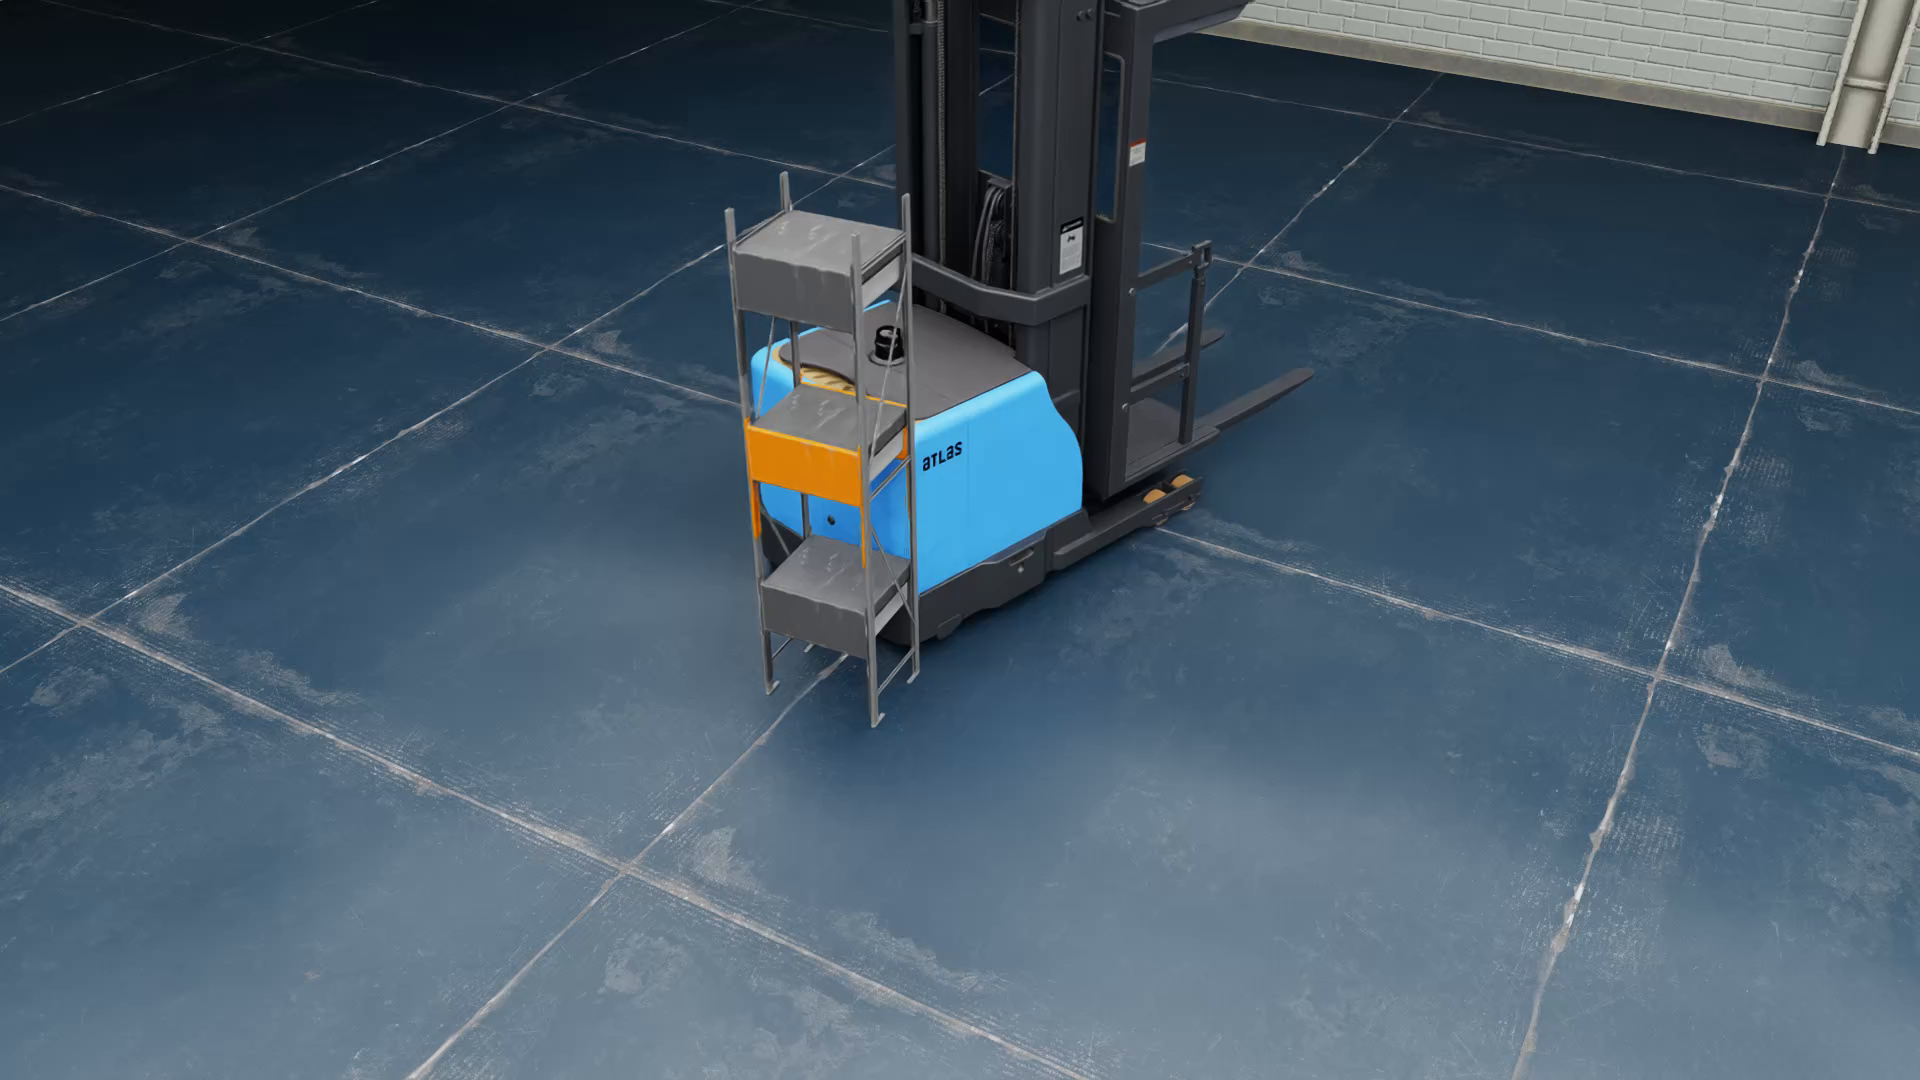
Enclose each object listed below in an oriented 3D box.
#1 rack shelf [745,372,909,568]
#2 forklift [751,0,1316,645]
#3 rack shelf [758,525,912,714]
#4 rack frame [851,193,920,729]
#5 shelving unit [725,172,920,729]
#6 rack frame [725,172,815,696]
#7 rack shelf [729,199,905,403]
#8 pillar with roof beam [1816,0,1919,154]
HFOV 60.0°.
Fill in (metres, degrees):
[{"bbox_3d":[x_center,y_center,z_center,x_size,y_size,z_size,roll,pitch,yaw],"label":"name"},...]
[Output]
[{"bbox_3d":[-0.483,-0.271,6.286,0.480,0.518,0.431,15,36,21],"label":"rack shelf"},{"bbox_3d":[0.524,-1.479,7.327,3.031,2.935,1.130,-27,42,-35],"label":"forklift"},{"bbox_3d":[-0.481,0.312,6.673,0.480,0.518,0.431,15,36,21],"label":"rack shelf"},{"bbox_3d":[-0.263,-0.225,6.190,0.015,2.100,0.400,15,36,21],"label":"rack frame"},{"bbox_3d":[-0.483,-0.282,6.278,0.503,2.100,0.431,15,36,21],"label":"shelving unit"},{"bbox_3d":[-0.703,-0.340,6.366,0.015,2.100,0.400,15,36,21],"label":"rack frame"},{"bbox_3d":[-0.485,-0.854,5.898,0.480,0.518,0.431,15,36,21],"label":"rack shelf"},{"bbox_3d":[4.320,-4.563,6.484,0.400,9.000,9.100,18,37,24],"label":"pillar with roof beam"}]
